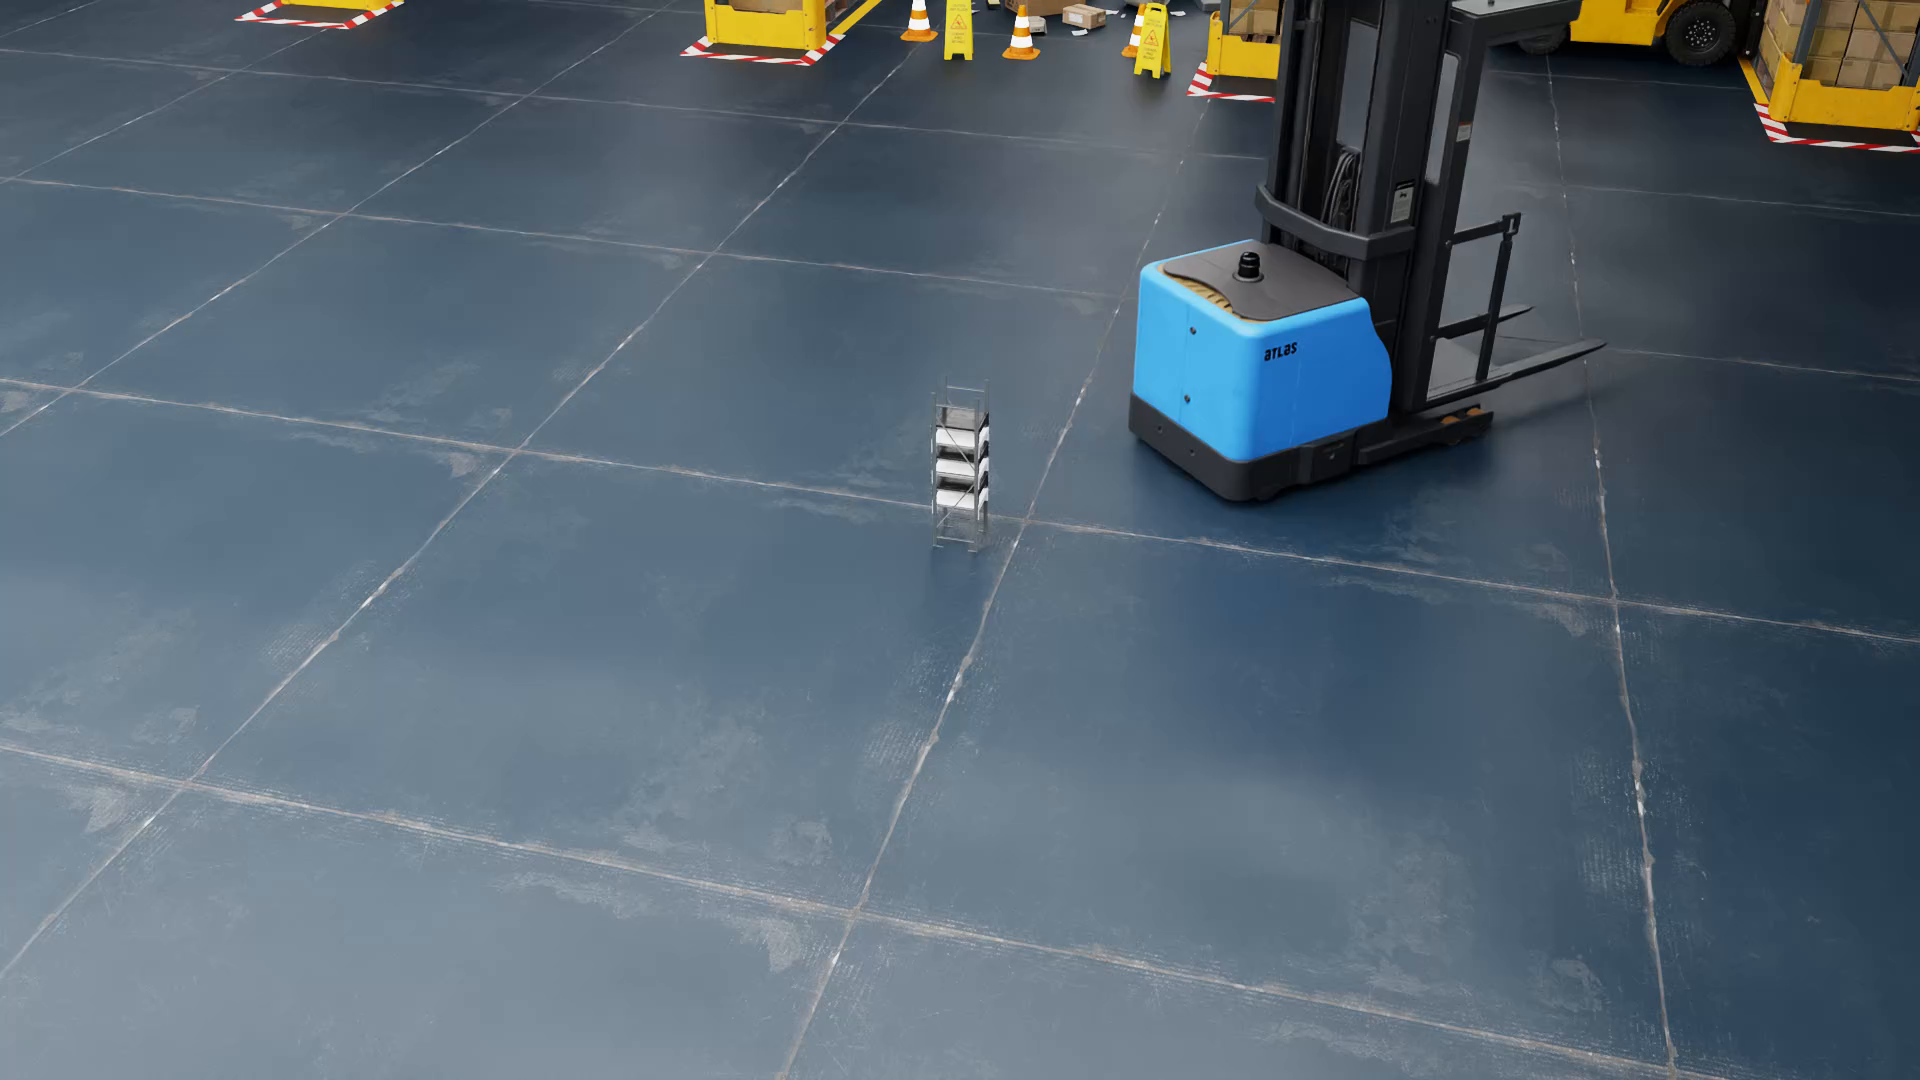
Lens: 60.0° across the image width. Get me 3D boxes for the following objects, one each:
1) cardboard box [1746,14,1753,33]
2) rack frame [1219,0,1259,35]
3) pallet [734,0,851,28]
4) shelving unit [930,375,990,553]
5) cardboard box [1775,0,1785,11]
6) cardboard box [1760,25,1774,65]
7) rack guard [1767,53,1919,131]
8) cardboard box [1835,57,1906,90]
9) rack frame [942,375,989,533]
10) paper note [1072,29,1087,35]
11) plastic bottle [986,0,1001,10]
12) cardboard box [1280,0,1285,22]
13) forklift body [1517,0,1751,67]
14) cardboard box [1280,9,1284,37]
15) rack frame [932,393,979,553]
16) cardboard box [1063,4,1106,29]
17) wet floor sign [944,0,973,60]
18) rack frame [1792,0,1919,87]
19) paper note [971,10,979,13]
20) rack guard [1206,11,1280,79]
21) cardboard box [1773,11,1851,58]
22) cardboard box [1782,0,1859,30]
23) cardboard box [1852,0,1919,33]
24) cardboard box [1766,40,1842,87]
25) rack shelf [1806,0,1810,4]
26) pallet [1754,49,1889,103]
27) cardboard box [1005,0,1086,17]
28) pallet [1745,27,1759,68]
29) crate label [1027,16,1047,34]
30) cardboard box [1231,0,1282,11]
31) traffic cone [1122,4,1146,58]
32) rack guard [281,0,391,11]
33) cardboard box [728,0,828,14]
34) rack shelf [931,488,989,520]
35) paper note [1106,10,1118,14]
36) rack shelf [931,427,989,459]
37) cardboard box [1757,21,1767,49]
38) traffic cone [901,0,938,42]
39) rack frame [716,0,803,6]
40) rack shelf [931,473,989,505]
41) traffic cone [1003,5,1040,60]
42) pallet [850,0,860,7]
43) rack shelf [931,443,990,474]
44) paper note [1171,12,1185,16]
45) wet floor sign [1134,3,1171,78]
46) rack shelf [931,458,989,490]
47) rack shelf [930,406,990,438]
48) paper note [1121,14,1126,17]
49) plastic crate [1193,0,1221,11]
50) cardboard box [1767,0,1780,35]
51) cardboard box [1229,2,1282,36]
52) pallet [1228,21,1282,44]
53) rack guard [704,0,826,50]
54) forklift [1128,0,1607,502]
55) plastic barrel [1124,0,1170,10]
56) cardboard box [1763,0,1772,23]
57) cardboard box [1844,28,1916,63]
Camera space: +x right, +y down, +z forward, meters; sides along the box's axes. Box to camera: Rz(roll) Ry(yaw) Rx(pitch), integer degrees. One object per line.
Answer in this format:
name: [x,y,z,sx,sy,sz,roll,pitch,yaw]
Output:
cardboard box: [7.894,-5.038,16.050,0.500,0.250,0.500,9,34,14]
rack frame: [2.898,-5.620,14.795,1.000,3.000,0.127,8,33,12]
pallet: [-1.789,-5.491,17.190,1.003,0.211,1.213,8,33,12]
shelving unit: [0.002,-0.384,8.515,0.258,0.900,0.210,8,33,12]
cardboard box: [7.639,-4.932,14.952,0.500,0.250,0.500,9,33,13]
cardboard box: [7.649,-4.507,15.215,0.500,0.250,0.500,8,33,12]
rack guard: [7.694,-3.879,14.386,1.175,0.500,0.348,8,33,12]
cardboard box: [8.013,-4.192,14.719,0.500,0.250,0.500,8,33,13]
rack frame: [0.028,-0.437,8.598,0.240,0.900,0.006,8,33,12]
paper note: [1.212,-5.129,16.789,0.148,0.019,0.142,-3,33,-4]
plastic bottle: [0.350,-5.700,17.659,0.133,0.061,0.283,-3,33,-4]
cardboard box: [2.982,-5.361,16.558,0.500,0.250,0.500,8,33,13]
forklift body: [6.416,-5.821,15.901,2.313,2.155,1.214,8,33,12]
cardboard box: [3.370,-5.018,16.019,0.500,0.250,0.500,8,33,12]
rack frame: [-0.024,-0.331,8.432,0.240,0.900,0.006,8,33,12]
cardboard box: [1.276,-5.372,17.062,0.380,0.149,0.250,28,42,36]
wet floor sign: [-0.008,-4.964,15.956,0.267,0.644,0.232,3,33,4]
rack frame: [7.700,-4.946,13.735,1.000,3.000,0.127,8,33,12]
paper note: [0.113,-5.549,17.452,0.144,0.017,0.142,20,38,29]
rack guard: [2.917,-4.605,15.527,1.175,0.500,0.348,8,33,12]
cardboard box: [7.521,-4.469,14.690,0.500,0.250,0.500,8,33,12]
cardboard box: [7.515,-4.667,14.534,0.500,0.250,0.500,9,34,14]
cardboard box: [8.005,-4.609,14.443,0.500,0.250,0.500,8,33,12]
cardboard box: [7.513,-4.250,14.811,0.500,0.250,0.500,8,33,13]
rack shelf: [8.207,-5.681,15.560,1.077,0.370,4.000,8,33,12]
pallet: [7.853,-4.172,15.116,1.003,0.211,1.213,8,33,12]
cardboard box: [0.894,-5.823,17.441,0.797,0.503,0.637,-14,35,-21]
pallet: [8.165,-4.803,16.109,1.003,0.211,1.213,8,33,12]
crate label: [0.738,-5.202,16.805,0.250,0.136,0.298,-8,33,-13]
cardboard box: [2.849,-5.405,15.928,0.500,0.500,0.500,8,33,13]
traffic cone: [1.759,-4.948,16.103,0.336,0.463,0.334,8,33,12]
rack guard: [-6.669,-5.954,17.650,1.175,0.500,0.348,8,33,12]
cardboard box: [-1.808,-5.883,16.798,0.875,0.875,0.875,8,33,13]
rack shelf: [0.002,-0.204,8.630,0.258,0.077,0.200,8,33,12]
paper note: [1.573,-5.544,17.454,0.148,0.019,0.142,20,38,29]
rack shelf: [0.002,-0.508,8.437,0.258,0.077,0.200,8,33,12]
cardboard box: [7.784,-4.765,15.621,0.500,0.250,0.500,8,33,13]
traffic cone: [-0.408,-5.253,16.582,0.336,0.463,0.334,8,33,12]
rack frame: [-1.916,-6.242,15.772,1.000,3.000,0.127,8,33,12]
rack shelf: [0.002,-0.280,8.581,0.258,0.077,0.200,8,33,12]
traffic cone: [0.599,-4.923,16.063,0.336,0.463,0.334,8,33,12]
pallet: [-1.477,-6.122,18.183,1.003,0.211,1.213,8,33,12]
rack shelf: [0.002,-0.432,8.485,0.258,0.077,0.200,8,33,12]
paper note: [2.285,-5.513,17.394,0.142,0.019,0.148,-3,33,-4]
wet floor sign: [1.814,-4.674,15.501,0.267,0.644,0.232,20,38,29]
rack shelf: [0.002,-0.356,8.533,0.258,0.077,0.200,8,33,12]
rack shelf: [0.002,-0.584,8.388,0.258,0.077,0.200,8,33,12]
paper note: [1.704,-5.470,17.344,0.032,0.001,0.123,8,33,12]
plastic crate: [2.721,-5.761,17.737,0.402,0.080,0.583,-3,33,-4]
cardboard box: [7.658,-4.728,15.097,0.500,0.250,0.500,8,33,12]
cardboard box: [2.848,-5.106,16.157,0.500,0.250,0.500,8,33,12]
pallet: [3.157,-4.900,16.261,1.003,0.211,1.213,8,33,12]
rack guard: [-1.922,-5.174,16.423,1.175,0.500,0.348,8,33,12]
forklift: [2.510,-2.013,9.185,3.031,2.935,1.130,-17,36,-25]
plastic barrel: [1.957,-5.811,17.496,0.421,0.421,0.512,-21,38,-29]
cardboard box: [7.769,-4.999,15.523,0.500,0.250,0.500,7,33,11]
cardboard box: [8.020,-4.390,14.565,0.500,0.250,0.500,9,33,13]
